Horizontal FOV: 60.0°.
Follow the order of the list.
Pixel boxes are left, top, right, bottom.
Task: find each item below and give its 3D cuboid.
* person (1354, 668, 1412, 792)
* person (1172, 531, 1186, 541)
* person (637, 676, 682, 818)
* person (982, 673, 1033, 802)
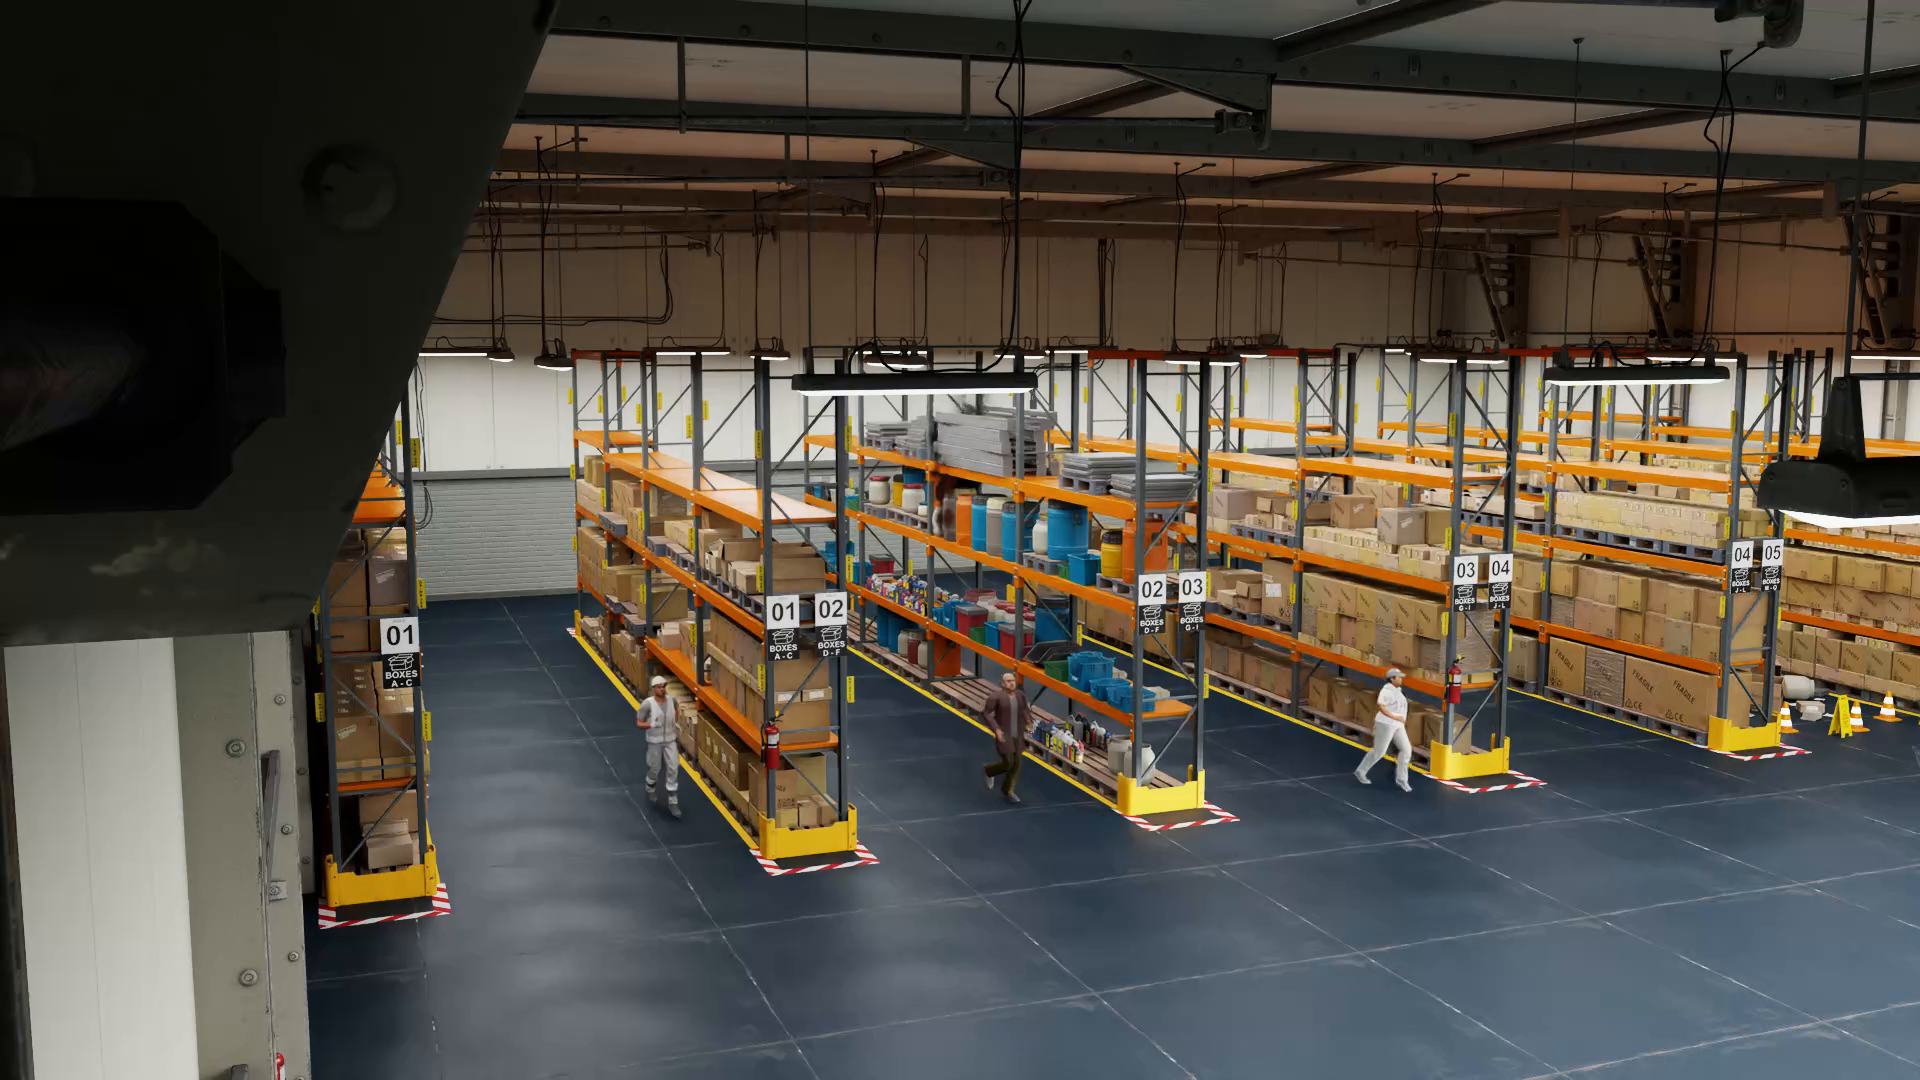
[{"bbox_3d":[6.024,2.638,23.289,0.810,1.691,0.694,6,9,41],"label":"person"},{"bbox_3d":[5.271,0.468,40.686,0.640,1.615,0.570,7,10,44],"label":"person"},{"bbox_3d":[-3.954,2.687,21.975,0.644,1.806,0.915,-4,8,-28],"label":"person"},{"bbox_3d":[0.654,2.663,22.671,0.705,1.750,0.687,-4,8,-32],"label":"person"}]
